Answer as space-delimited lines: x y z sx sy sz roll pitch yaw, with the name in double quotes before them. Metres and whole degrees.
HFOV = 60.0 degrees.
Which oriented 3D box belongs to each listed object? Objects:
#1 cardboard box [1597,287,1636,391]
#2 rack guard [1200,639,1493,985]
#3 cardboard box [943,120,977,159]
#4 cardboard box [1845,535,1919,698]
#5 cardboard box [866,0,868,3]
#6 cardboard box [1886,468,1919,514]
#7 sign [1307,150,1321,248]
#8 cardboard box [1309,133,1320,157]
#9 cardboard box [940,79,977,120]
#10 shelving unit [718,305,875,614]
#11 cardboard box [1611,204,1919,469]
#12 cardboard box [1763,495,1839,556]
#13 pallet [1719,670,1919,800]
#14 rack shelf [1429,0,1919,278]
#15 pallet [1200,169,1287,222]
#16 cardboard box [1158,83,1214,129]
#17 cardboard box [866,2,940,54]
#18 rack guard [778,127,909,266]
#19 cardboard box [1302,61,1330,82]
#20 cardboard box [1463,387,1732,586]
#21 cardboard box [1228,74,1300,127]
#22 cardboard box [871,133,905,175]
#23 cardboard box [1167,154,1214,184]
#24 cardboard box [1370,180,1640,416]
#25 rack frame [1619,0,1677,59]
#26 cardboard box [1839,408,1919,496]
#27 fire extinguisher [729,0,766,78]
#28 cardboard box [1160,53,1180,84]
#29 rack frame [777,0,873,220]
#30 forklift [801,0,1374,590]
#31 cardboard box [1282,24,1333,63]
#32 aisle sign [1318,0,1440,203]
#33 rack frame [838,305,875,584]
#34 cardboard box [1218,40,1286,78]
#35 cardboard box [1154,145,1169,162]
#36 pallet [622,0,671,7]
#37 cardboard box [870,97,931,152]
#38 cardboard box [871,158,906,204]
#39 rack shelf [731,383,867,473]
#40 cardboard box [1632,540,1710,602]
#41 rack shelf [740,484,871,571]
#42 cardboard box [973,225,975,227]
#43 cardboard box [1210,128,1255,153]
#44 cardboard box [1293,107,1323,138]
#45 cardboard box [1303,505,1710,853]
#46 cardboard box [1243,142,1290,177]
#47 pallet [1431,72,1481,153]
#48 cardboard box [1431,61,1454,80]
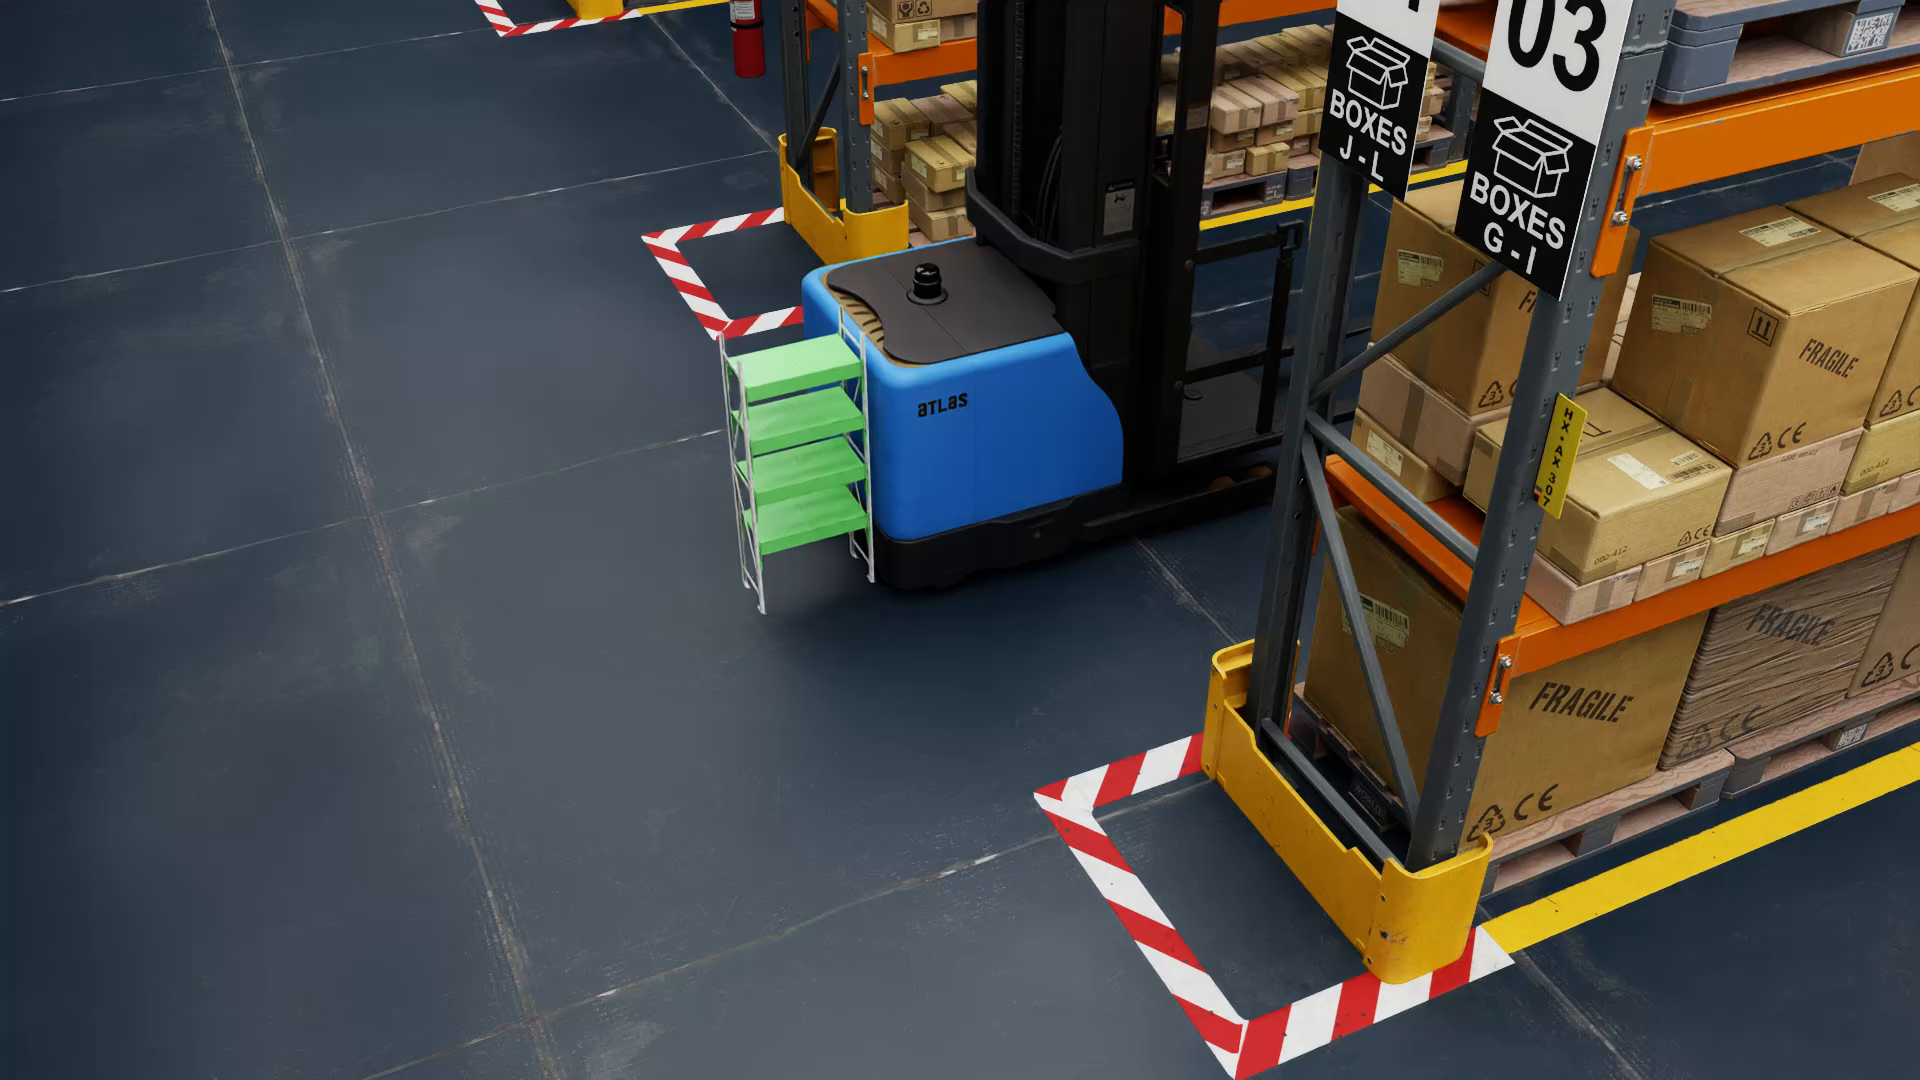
"cardboard box" 2.076 -0.584 5.396 0.500 0.250 0.500 -16 40 -21
"rack guard" 1.269 0.879 5.646 0.348 0.500 1.175 -16 39 -20
"cardboard box" 0.092 -2.178 9.210 0.250 0.149 0.380 -15 39 -19
"cardboard box" 3.465 -0.107 6.308 0.875 0.875 0.875 -16 39 -20
"cardboard box" -0.551 -2.966 8.941 0.250 0.149 0.380 -16 39 -20
"cardboard box" 2.915 -0.269 5.306 0.250 0.149 0.380 -16 39 -20
"sign" 1.072 -0.988 4.893 0.005 0.325 0.100 -16 39 -20
"cardboard box" 2.203 -2.462 10.093 0.250 0.149 0.380 -17 40 -21
"cardboard box" 0.078 -2.532 9.686 0.250 0.149 0.380 -16 40 -21
"shelving unit" -0.638 -0.303 6.652 0.503 1.200 0.258 -16 39 -20
"cardboard box" 2.292 -0.594 4.780 0.500 0.500 0.500 -17 40 -21
"cardboard box" 2.451 -0.140 5.131 0.250 0.149 0.380 -16 40 -21
"pallet" 3.084 0.438 6.483 1.213 0.211 1.003 -16 39 -20
"rack shelf" 3.101 -1.553 4.912 4.000 0.370 1.077 -16 39 -20
"pallet" 1.196 -2.224 10.071 1.213 0.211 1.003 -16 39 -20
"cardboard box" 1.263 -2.503 9.647 0.250 0.149 0.380 -16 39 -20
"cardboard box" -0.293 -2.636 8.497 0.250 0.149 0.380 -16 39 -20
"rack guard" -0.657 -1.847 9.320 0.348 0.500 1.175 -16 39 -20
"cardboard box" 2.247 -2.723 9.945 0.250 0.149 0.380 -16 39 -20
"cardboard box" 1.840 -0.166 4.833 0.500 0.250 0.500 -17 40 -21
"cardboard box" 1.773 -2.581 9.754 0.250 0.149 0.380 -18 40 -22
"cardboard box" -0.369 -2.262 9.573 0.250 0.149 0.380 -17 40 -21
"cardboard box" 1.279 -2.214 9.758 0.250 0.149 0.380 -16 39 -20
"cardboard box" 1.620 -0.757 4.999 0.500 0.500 0.500 -15 39 -19
"rack frame" 1.290 -2.541 3.122 0.127 3.000 1.000 -16 39 -20
"cardboard box" 2.764 -0.427 5.184 0.500 0.250 0.500 -17 40 -21
"fire extinguisher" -1.150 -2.836 8.934 0.183 0.674 0.296 -16 39 -20
"cardboard box" 1.310 -2.791 10.036 0.250 0.149 0.380 -17 40 -22
"rack frame" -0.726 -2.832 8.550 0.127 3.000 1.000 -16 39 -20
"forklift" 0.879 -1.560 6.893 3.031 2.935 1.130 -16 39 -20
"cardboard box" 2.221 -3.093 10.444 0.250 0.149 0.380 -14 39 -18
"aisle sign" 1.098 -1.319 4.328 0.004 0.787 0.394 -16 39 -20
"rack frame" -0.417 -0.365 6.735 0.015 1.200 0.240 -16 39 -20
"cardboard box" 1.787 -2.925 10.216 0.250 0.149 0.380 -17 40 -21
"cardboard box" 1.020 -2.333 9.669 0.250 0.149 0.380 -14 39 -18
"pallet" -2.230 -4.600 13.275 1.213 0.211 1.003 -16 39 -20
"cardboard box" -0.354 -2.365 9.462 0.250 0.149 0.380 -15 39 -19
"cardboard box" -0.338 -2.101 9.605 0.250 0.149 0.380 -15 39 -19
"rack shelf" -0.638 -0.445 6.547 0.480 0.148 0.258 -16 39 -20
"cardboard box" 1.984 -0.008 4.954 0.250 0.149 0.380 -16 40 -21
"rack shelf" -0.638 -0.059 6.833 0.480 0.148 0.258 -16 39 -20
"cardboard box" 0.087 -1.926 9.369 0.250 0.149 0.380 -16 39 -20
"cardboard box" 1.528 -2.441 9.814 0.250 0.149 0.380 -17 40 -22
"cardboard box" 2.002 -2.573 9.992 0.250 0.149 0.380 -15 39 -20
"cardboard box" 1.836 0.348 5.693 0.875 0.875 0.875 -16 39 -20
"cardboard box" 1.748 -2.323 9.904 0.250 0.149 0.380 -16 39 -20
"pallet" 3.600 -2.922 11.012 1.213 0.211 1.003 -16 39 -20
"cardboard box" 3.458 -3.332 10.970 0.500 0.500 0.500 -16 40 -21
